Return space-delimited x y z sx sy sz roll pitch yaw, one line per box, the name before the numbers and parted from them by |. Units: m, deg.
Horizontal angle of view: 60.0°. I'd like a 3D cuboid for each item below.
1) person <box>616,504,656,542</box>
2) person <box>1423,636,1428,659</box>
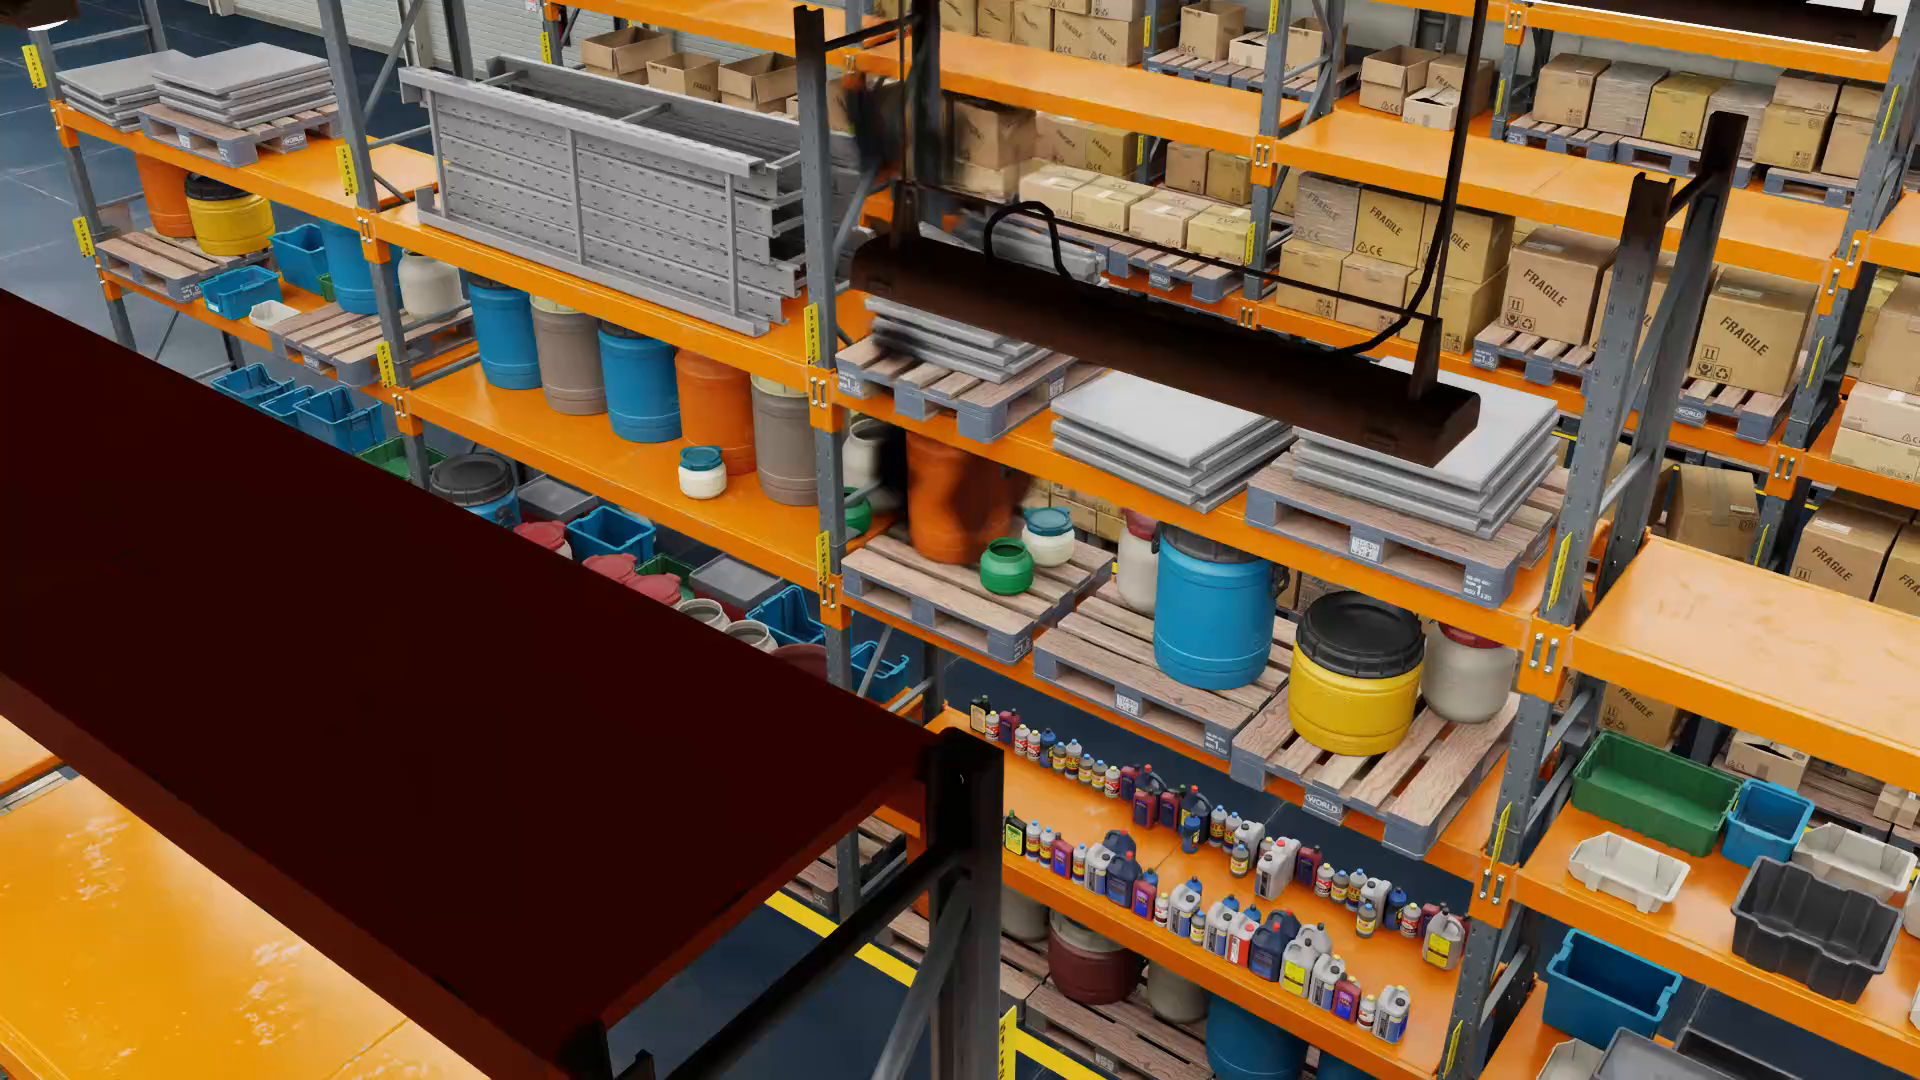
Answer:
person | -3.043 -0.794 14.895 0.602 1.740 0.651 12 34 19
person | 3.065 1.363 11.484 0.752 1.726 0.584 15 34 23
